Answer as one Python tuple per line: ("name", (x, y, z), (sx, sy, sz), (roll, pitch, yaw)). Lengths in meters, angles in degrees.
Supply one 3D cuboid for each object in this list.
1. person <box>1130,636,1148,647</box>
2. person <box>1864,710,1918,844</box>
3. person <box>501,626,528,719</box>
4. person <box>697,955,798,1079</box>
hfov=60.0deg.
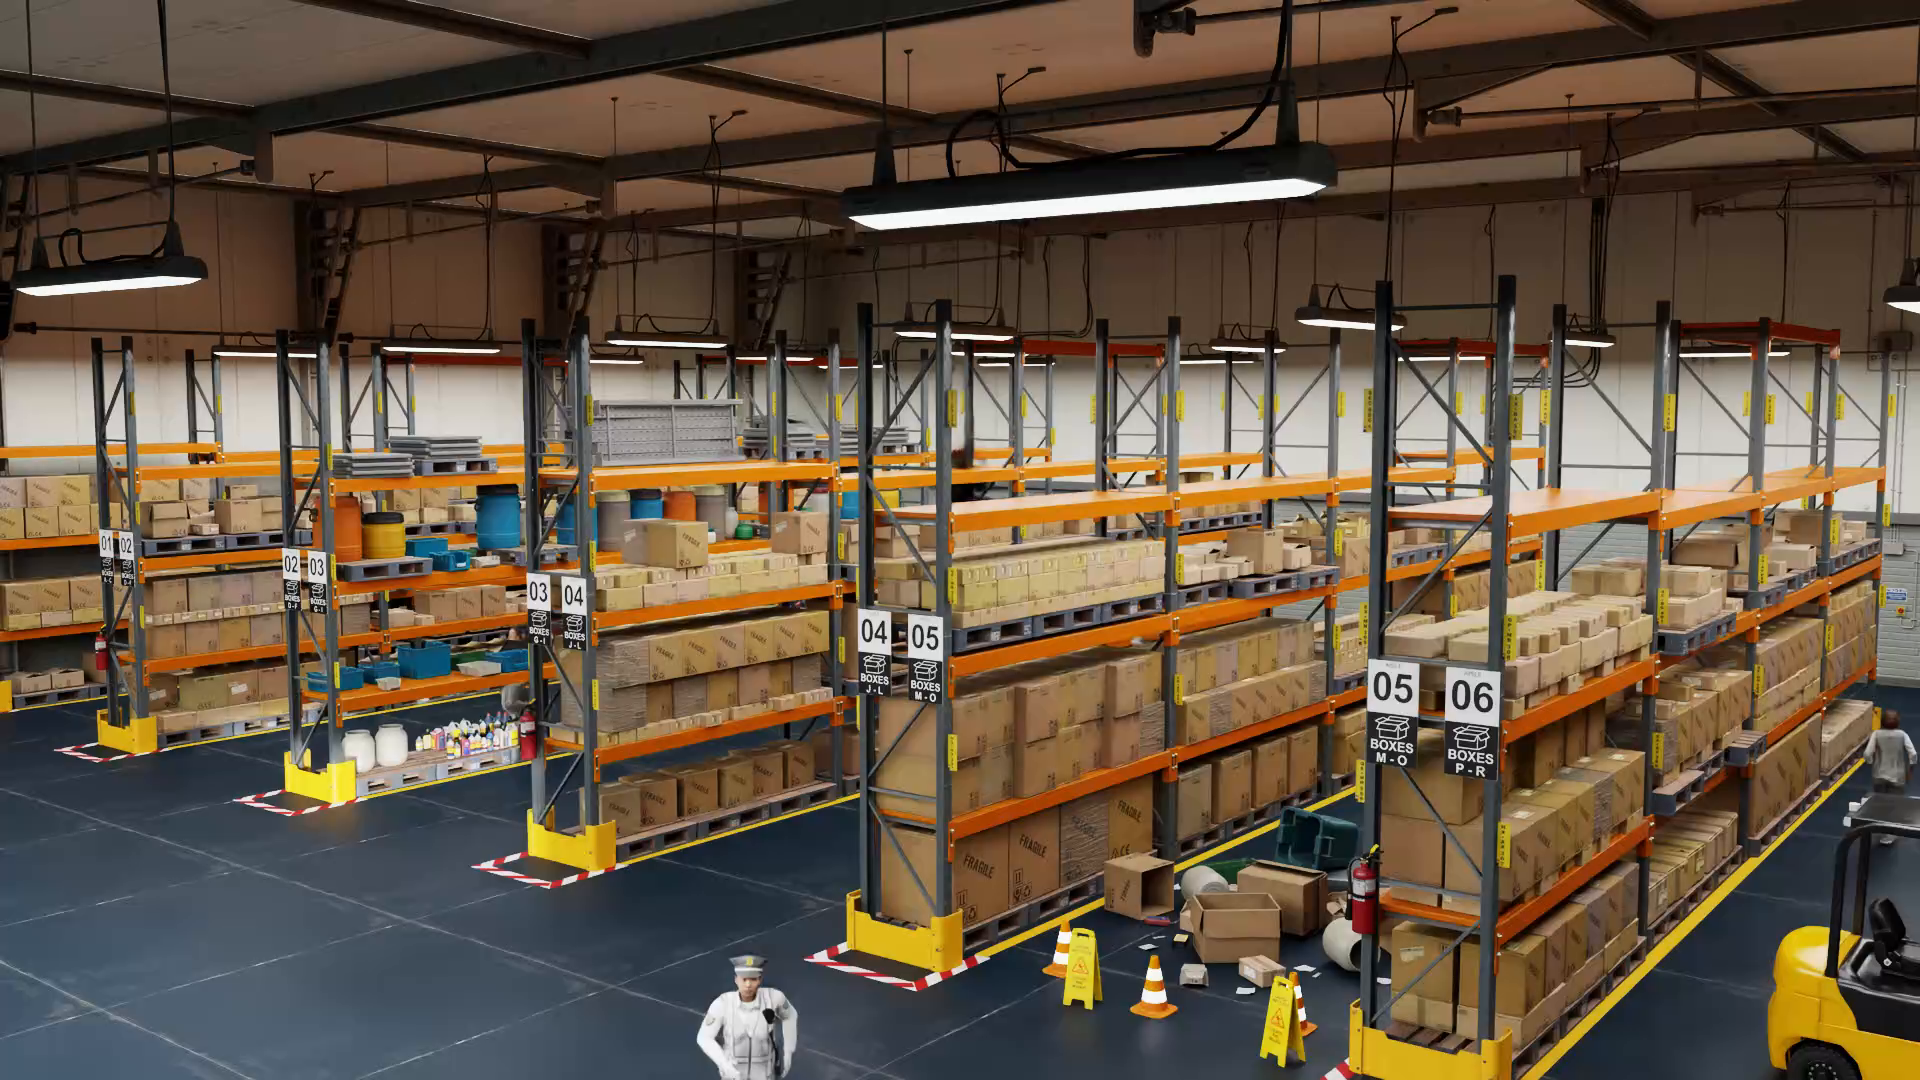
("person", (2.361, 2.126, 22.067), (0.569, 1.727, 0.650), (3, 6, 32))
("person", (10.679, 2.733, 19.096), (0.546, 1.562, 0.496), (3, 6, 30))
("person", (-6.852, 2.134, 25.507), (0.557, 1.621, 0.531), (3, 6, 34))
("person", (-1.346, 3.411, 10.581), (0.638, 1.681, 0.962), (-1, 5, -7))
